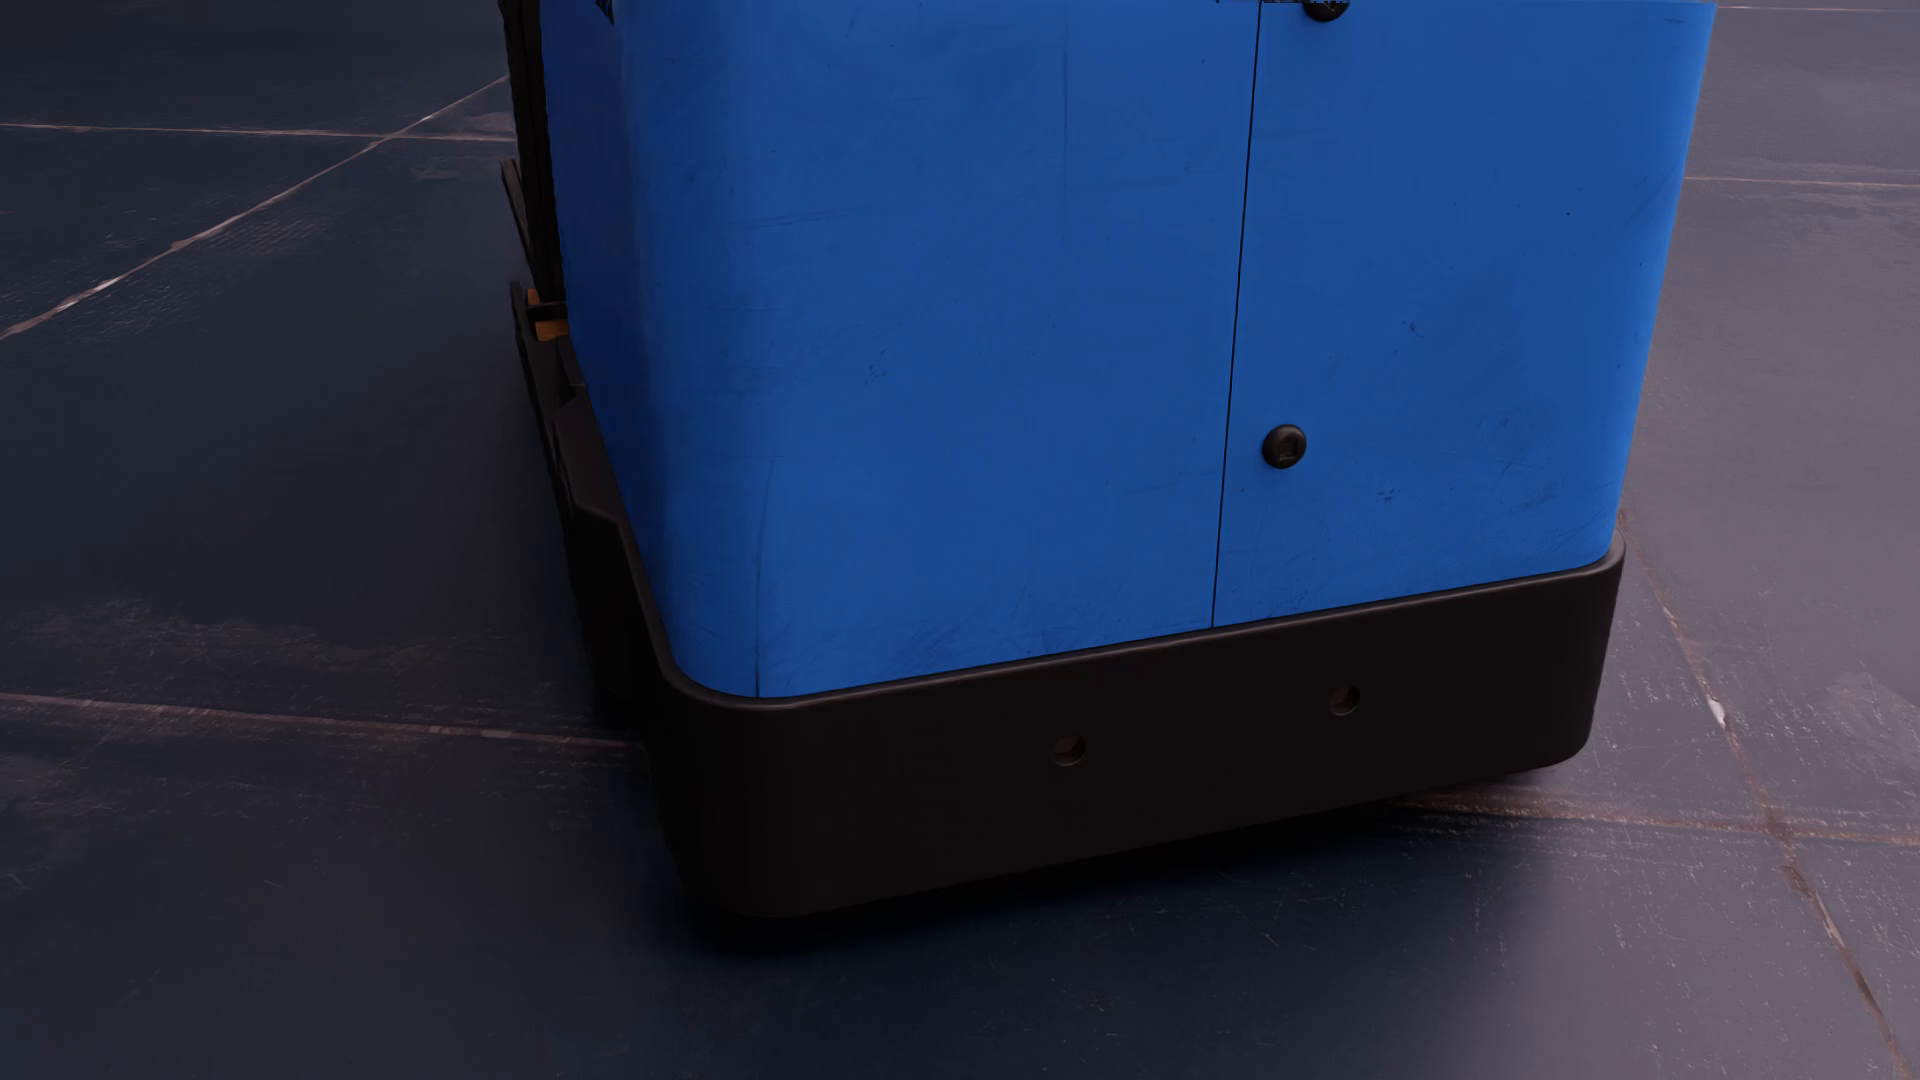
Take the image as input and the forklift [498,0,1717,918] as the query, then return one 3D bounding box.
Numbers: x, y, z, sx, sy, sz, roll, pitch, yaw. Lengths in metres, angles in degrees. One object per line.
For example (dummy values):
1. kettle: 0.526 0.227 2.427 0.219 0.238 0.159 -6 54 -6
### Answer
1. forklift: -0.208 -1.584 2.393 1.130 2.935 3.031 -8 28 -16
